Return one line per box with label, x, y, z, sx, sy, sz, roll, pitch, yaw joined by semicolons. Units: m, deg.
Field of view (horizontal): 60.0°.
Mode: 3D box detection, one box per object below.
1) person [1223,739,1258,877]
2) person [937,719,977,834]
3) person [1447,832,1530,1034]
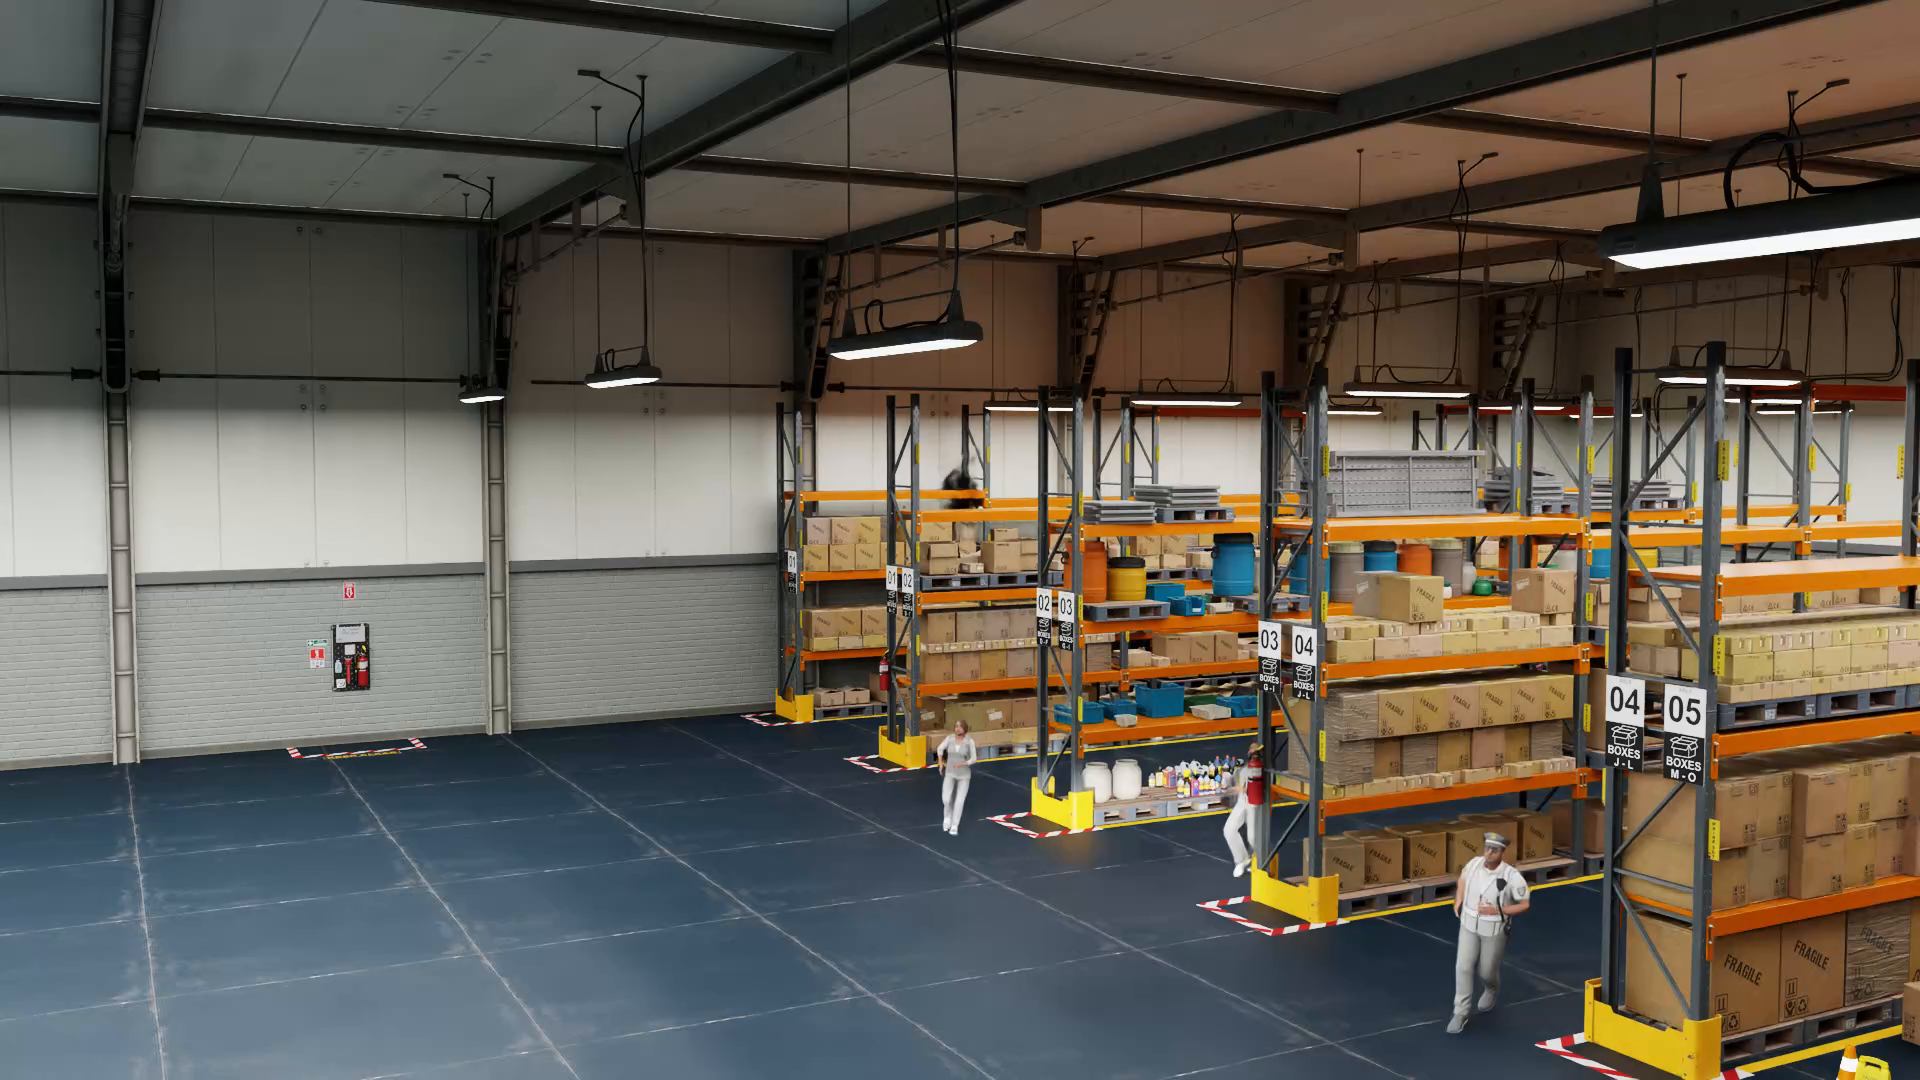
person;3.476;3.225;19.911;0.603;1.630;0.533;-2;4;-34
person;-0.047;3.140;21.993;0.534;1.551;0.524;0;3;3
person;4.725;3.462;14.815;0.698;1.779;0.871;3;4;39
